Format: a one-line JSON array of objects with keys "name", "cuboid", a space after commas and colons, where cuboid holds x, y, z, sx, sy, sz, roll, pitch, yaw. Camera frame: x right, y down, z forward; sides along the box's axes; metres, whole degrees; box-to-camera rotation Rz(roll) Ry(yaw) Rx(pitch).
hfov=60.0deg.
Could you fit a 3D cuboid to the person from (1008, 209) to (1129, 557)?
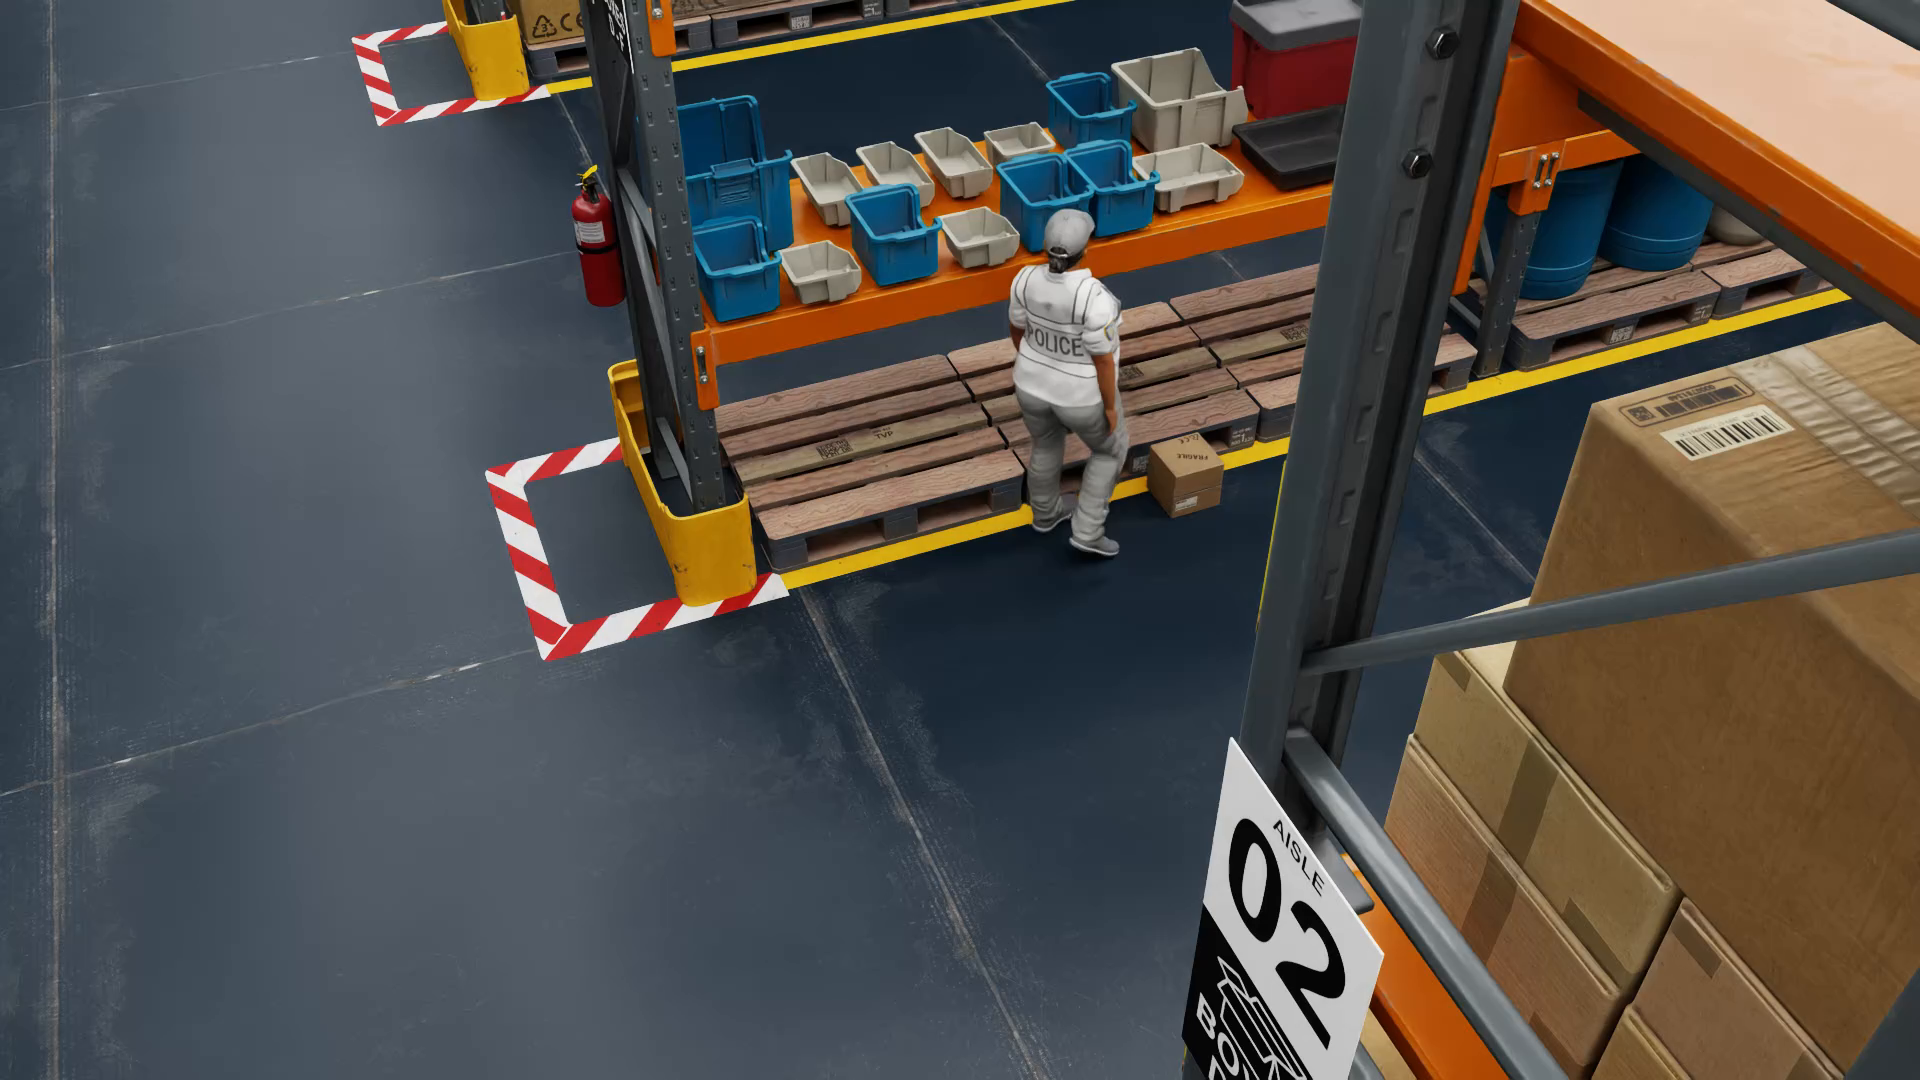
[{"name": "person", "cuboid": [0.459, -0.632, 6.939, 0.535, 1.723, 0.452, 23, 47, 23]}]
